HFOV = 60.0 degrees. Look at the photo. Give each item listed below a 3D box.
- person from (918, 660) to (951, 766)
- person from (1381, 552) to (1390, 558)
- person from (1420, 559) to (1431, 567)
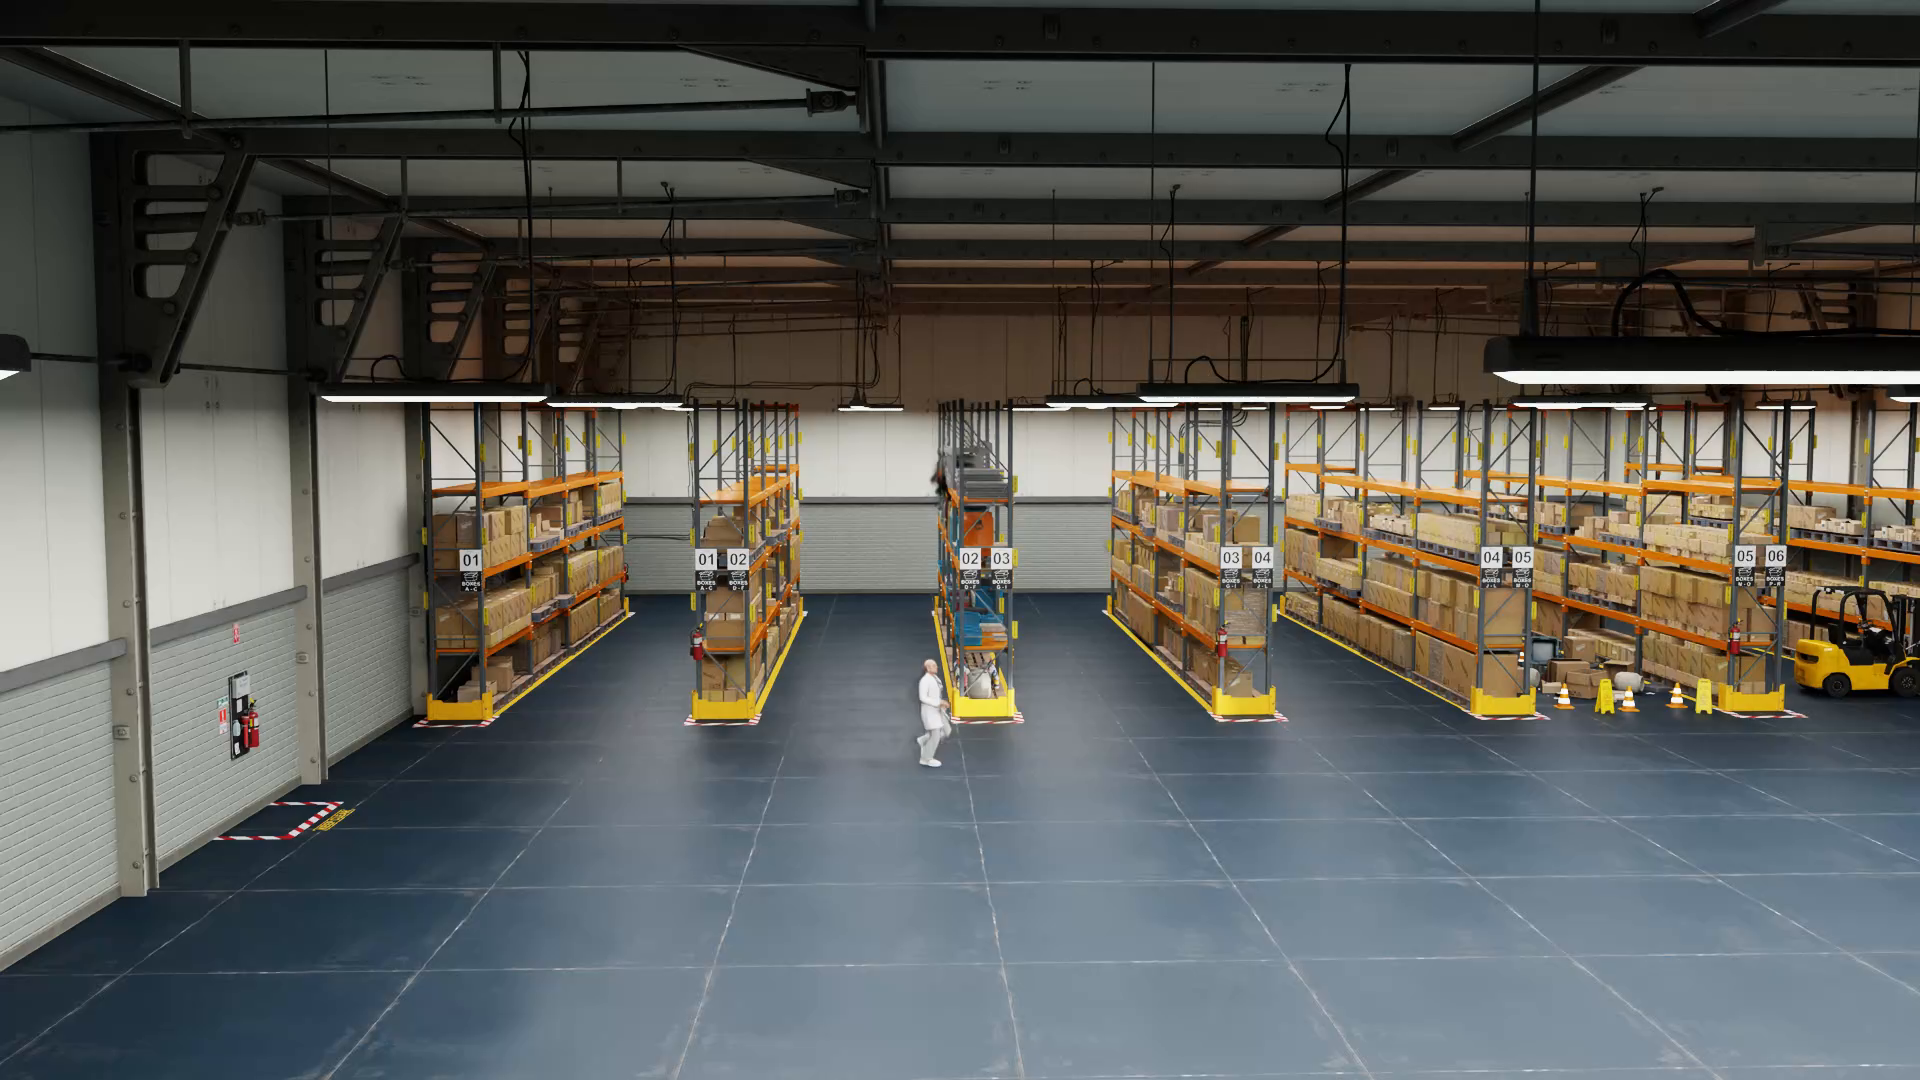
[{"bbox_3d":[-0.429,2.807,27.040,0.631,1.737,0.705,2,5,21],"label":"person"},{"bbox_3d":[12.734,1.163,49.459,0.658,1.646,0.568,0,4,4],"label":"person"},{"bbox_3d":[13.807,1.131,49.265,0.647,1.748,0.681,0,4,6],"label":"person"}]
